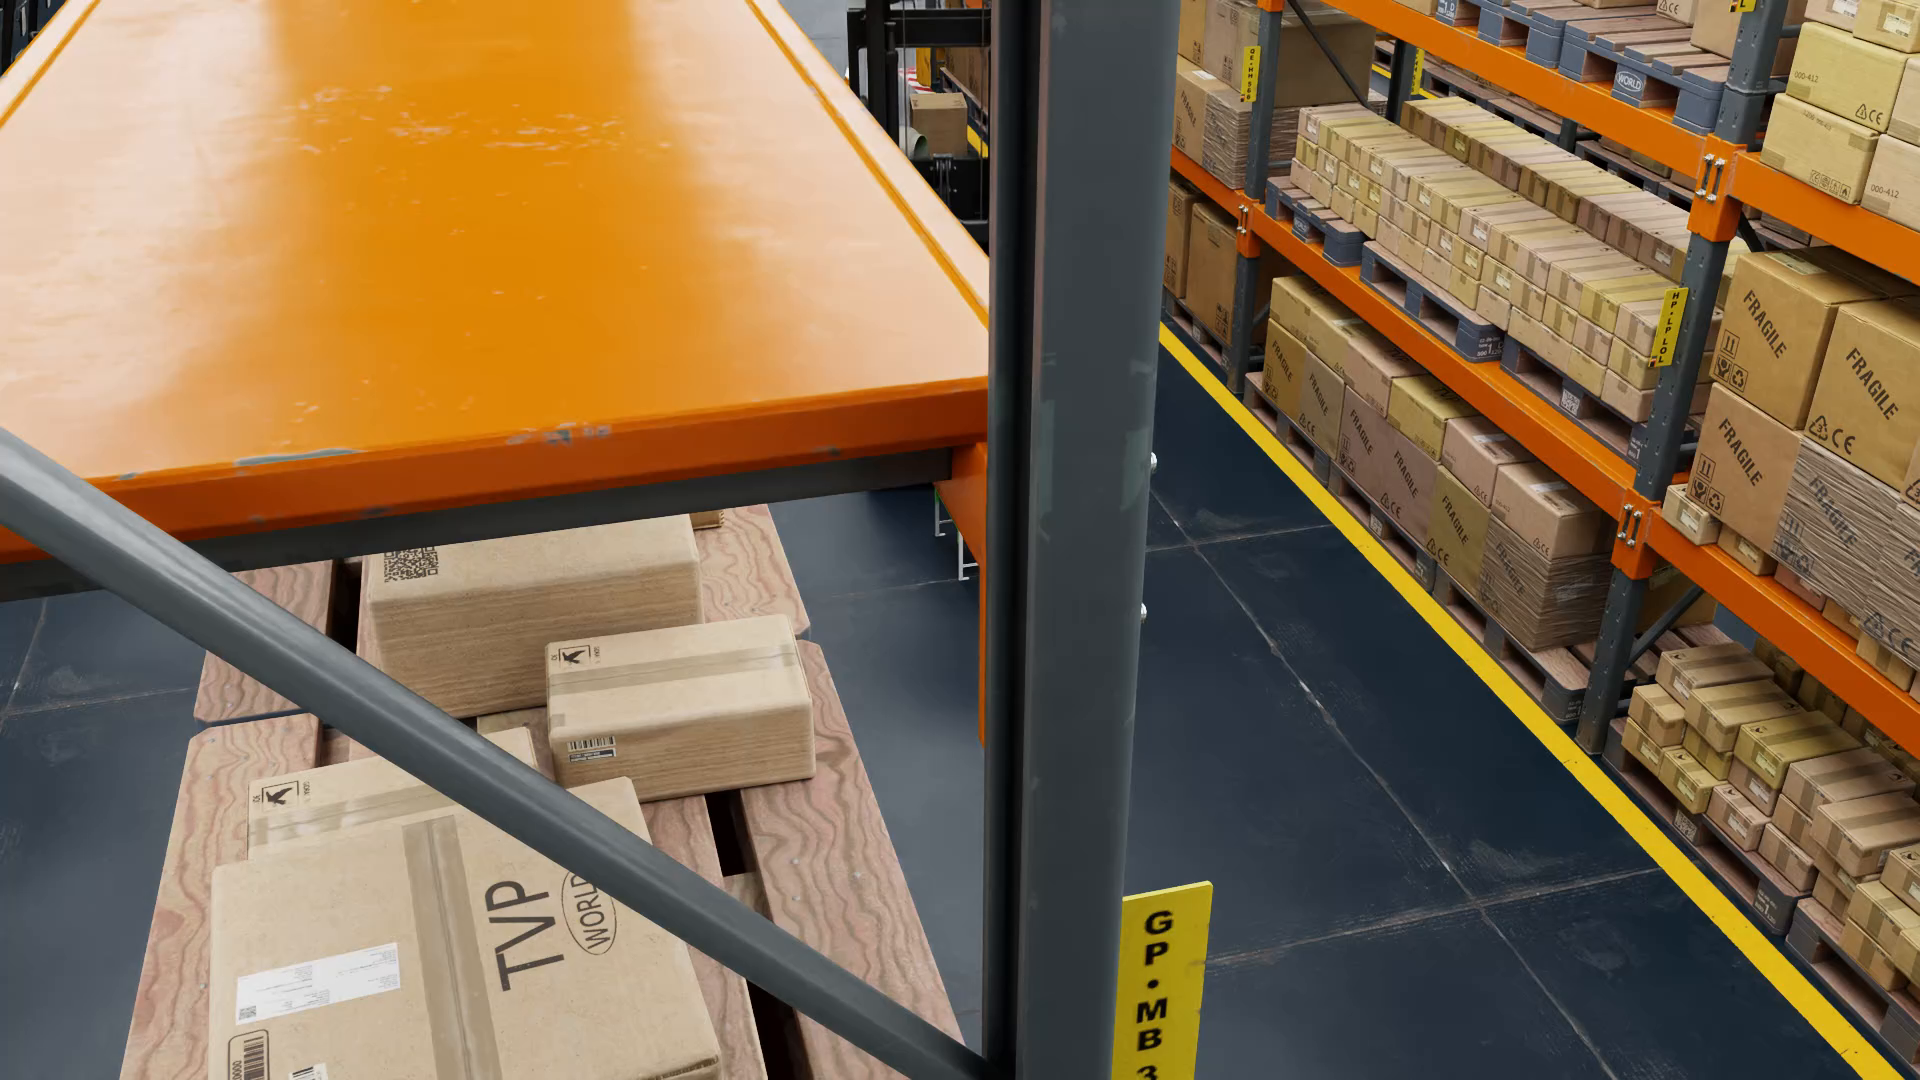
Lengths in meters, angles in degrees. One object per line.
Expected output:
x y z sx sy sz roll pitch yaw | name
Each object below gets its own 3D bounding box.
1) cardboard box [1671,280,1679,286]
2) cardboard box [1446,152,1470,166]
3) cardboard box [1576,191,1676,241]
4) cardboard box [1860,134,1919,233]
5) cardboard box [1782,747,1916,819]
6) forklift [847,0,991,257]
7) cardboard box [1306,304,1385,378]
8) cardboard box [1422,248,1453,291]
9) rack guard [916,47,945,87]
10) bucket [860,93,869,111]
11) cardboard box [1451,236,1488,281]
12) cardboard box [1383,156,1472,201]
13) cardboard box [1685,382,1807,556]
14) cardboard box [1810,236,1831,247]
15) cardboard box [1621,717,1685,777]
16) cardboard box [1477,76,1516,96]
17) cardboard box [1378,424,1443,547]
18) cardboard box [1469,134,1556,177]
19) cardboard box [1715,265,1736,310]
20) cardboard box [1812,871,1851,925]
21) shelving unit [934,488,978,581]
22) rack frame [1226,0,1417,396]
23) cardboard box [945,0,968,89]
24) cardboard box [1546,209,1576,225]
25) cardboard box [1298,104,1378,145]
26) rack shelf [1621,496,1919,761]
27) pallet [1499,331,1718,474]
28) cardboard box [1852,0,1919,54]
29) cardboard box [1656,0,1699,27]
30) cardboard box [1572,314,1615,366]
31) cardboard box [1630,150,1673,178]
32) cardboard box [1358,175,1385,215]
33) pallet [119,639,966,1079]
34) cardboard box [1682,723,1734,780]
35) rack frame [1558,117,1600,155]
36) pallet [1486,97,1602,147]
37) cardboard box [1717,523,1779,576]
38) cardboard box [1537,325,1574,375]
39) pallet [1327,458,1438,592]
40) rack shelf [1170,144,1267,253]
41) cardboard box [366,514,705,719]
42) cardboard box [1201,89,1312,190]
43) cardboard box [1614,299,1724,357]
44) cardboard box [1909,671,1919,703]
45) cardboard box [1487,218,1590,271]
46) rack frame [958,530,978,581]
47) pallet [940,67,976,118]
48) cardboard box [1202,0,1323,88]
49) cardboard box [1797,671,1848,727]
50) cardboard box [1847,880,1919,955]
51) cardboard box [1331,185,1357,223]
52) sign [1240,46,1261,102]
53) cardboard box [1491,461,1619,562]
3.521 -1.111 7.710 0.380 0.149 0.250 -7 31 -12 | cardboard box
2.975 -2.109 9.434 0.380 0.149 0.250 -7 31 -12 | cardboard box
3.316 -1.615 8.283 0.380 0.149 0.250 -7 31 -11 | cardboard box
3.332 -1.143 5.385 0.500 0.250 0.500 -8 31 -14 | cardboard box
3.435 0.959 6.431 0.380 0.149 0.250 -9 31 -15 | cardboard box
-0.125 -2.302 10.301 1.130 2.935 3.031 -2 30 -3 | forklift
2.344 -1.155 9.578 0.500 0.250 0.500 -8 31 -14 | cardboard box
2.605 -1.405 8.514 0.380 0.149 0.250 -9 31 -15 | cardboard box
0.130 -5.134 17.621 1.175 0.500 0.348 -8 31 -13 | rack guard
-1.061 -3.273 13.660 0.726 0.611 0.620 2 40 4 | bucket
2.672 -1.412 8.231 0.380 0.149 0.250 -8 31 -13 | cardboard box
2.474 -1.915 8.802 0.380 0.149 0.250 -6 31 -11 | cardboard box
3.210 -0.308 6.391 0.500 0.500 0.500 -8 31 -14 | cardboard box
6.871 -2.381 12.425 0.700 0.500 0.500 -9 31 -16 | cardboard box
3.108 0.862 7.193 0.380 0.149 0.250 -9 31 -15 | cardboard box
5.539 -4.747 16.532 0.500 0.500 0.500 -11 32 -18 | cardboard box
2.614 -0.329 8.899 0.500 0.500 0.500 -9 31 -14 | cardboard box
3.040 -2.119 9.154 0.380 0.149 0.250 -7 31 -12 | cardboard box
3.580 -1.124 7.436 0.380 0.149 0.250 -7 31 -12 | cardboard box
3.516 1.345 6.359 0.380 0.149 0.250 -9 31 -15 | cardboard box
0.044 -0.439 8.811 0.258 1.200 0.503 -8 31 -13 | shelving unit
2.260 -2.341 10.299 1.000 3.000 0.127 -8 31 -13 | rack frame
0.380 -5.148 16.851 0.875 0.875 0.875 -8 31 -13 | cardboard box
3.243 -1.617 8.584 0.380 0.149 0.250 -8 31 -14 | cardboard box
2.197 -2.420 9.674 0.380 0.149 0.250 -8 31 -13 | cardboard box
3.852 0.869 5.473 1.077 0.370 4.000 -8 31 -13 | rack shelf
3.259 -0.714 7.681 1.003 0.211 1.213 -8 31 -13 | pallet
3.205 -1.722 5.489 0.380 0.149 0.250 -9 31 -15 | cardboard box
3.290 -2.303 6.910 0.500 0.311 0.500 -8 31 -14 | cardboard box
2.954 -0.903 7.351 0.380 0.149 0.250 -8 31 -13 | cardboard box
6.258 -3.459 14.289 0.700 0.500 0.500 -8 31 -14 | cardboard box
2.410 -1.901 9.075 0.380 0.149 0.250 -8 31 -13 | cardboard box
-0.570 0.614 2.290 1.003 0.211 1.213 -8 31 -13 | pallet
3.263 0.843 6.930 0.380 0.149 0.250 -8 31 -13 | cardboard box
6.007 -4.883 14.692 1.000 3.000 0.127 -8 31 -13 | rack frame
5.795 -3.996 15.943 1.003 0.211 1.213 -8 31 -13 | pallet
3.221 -0.005 6.514 0.380 0.149 0.250 -7 31 -12 | cardboard box
2.891 -0.893 7.630 0.380 0.149 0.250 -8 31 -13 | cardboard box
2.786 -0.168 9.329 1.003 0.211 1.213 -8 31 -13 | pallet
1.729 -2.995 12.148 1.077 0.370 4.000 -8 31 -13 | rack shelf
-0.712 0.016 2.804 0.500 0.311 0.500 -7 31 -12 | cardboard box
1.881 -2.566 10.588 0.500 0.500 0.500 -8 31 -13 | cardboard box
3.027 -0.907 7.060 0.380 0.149 0.250 -6 31 -11 | cardboard box
3.477 0.510 5.625 0.380 0.149 0.250 -7 31 -11 | cardboard box
2.756 -1.408 7.925 0.380 0.149 0.250 -9 31 -15 | cardboard box
0.109 -0.321 8.608 0.240 1.200 0.015 -8 31 -13 | rack frame
0.424 -4.622 17.024 1.003 0.211 1.213 -8 31 -13 | pallet
2.015 -3.279 10.822 0.700 0.500 0.500 -8 31 -14 | cardboard box
3.773 0.641 6.980 0.380 0.149 0.250 -7 31 -13 | cardboard box
3.487 1.353 6.049 0.380 0.149 0.250 -8 31 -14 | cardboard box
2.327 -1.911 9.388 0.380 0.149 0.250 -6 31 -11 | cardboard box
1.725 -2.766 9.879 0.100 0.325 0.005 -8 31 -13 | sign
2.880 -0.159 7.858 0.500 0.250 0.500 -9 31 -15 | cardboard box
